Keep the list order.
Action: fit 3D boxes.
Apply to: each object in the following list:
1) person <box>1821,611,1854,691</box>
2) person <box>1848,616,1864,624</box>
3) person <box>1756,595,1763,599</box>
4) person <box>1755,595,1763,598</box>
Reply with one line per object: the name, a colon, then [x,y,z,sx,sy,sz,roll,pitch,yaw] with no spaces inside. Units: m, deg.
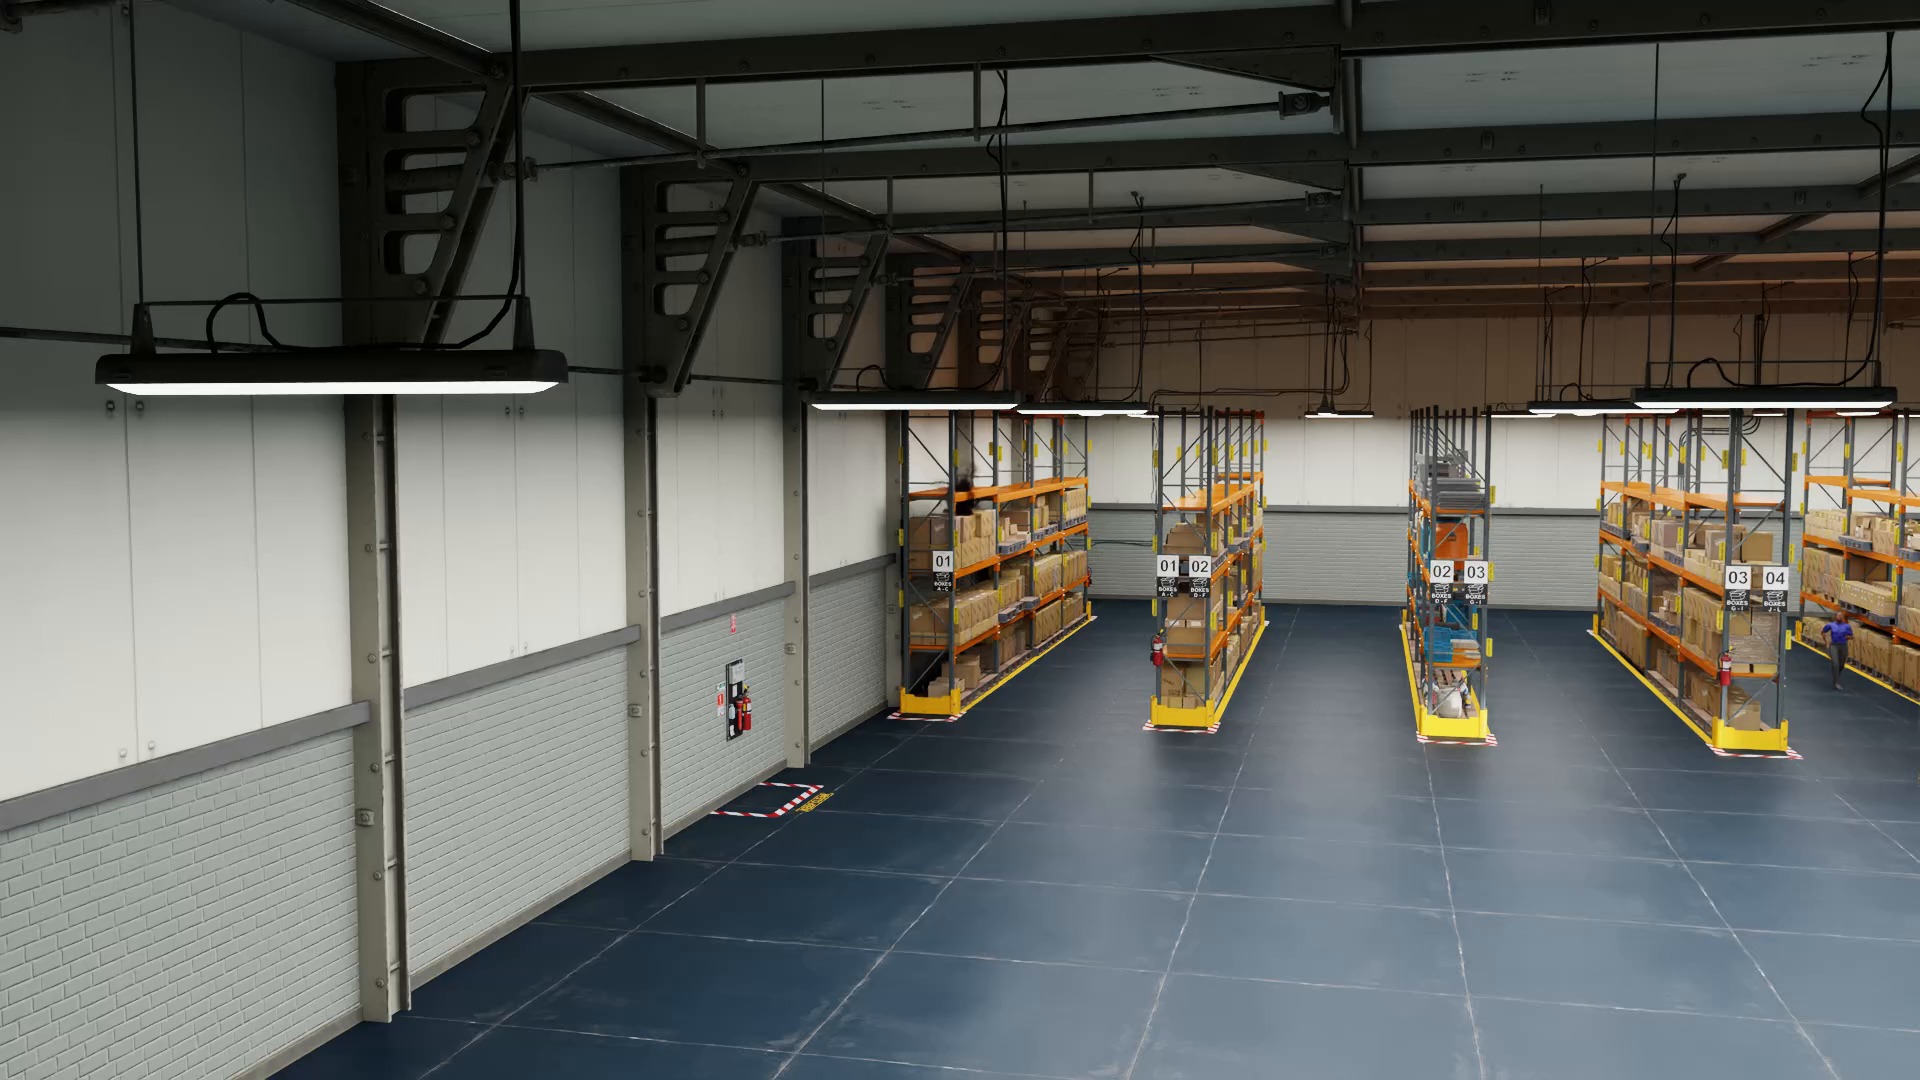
person: [18.728,2.330,35.474,0.574,1.644,0.921,1,4,11]
person: [23.506,1.760,43.815,0.640,1.637,0.833,-2,5,-28]
person: [20.989,1.713,44.091,0.595,1.694,0.732,-2,5,-27]
person: [20.667,1.728,43.617,0.760,1.733,0.944,4,6,42]
